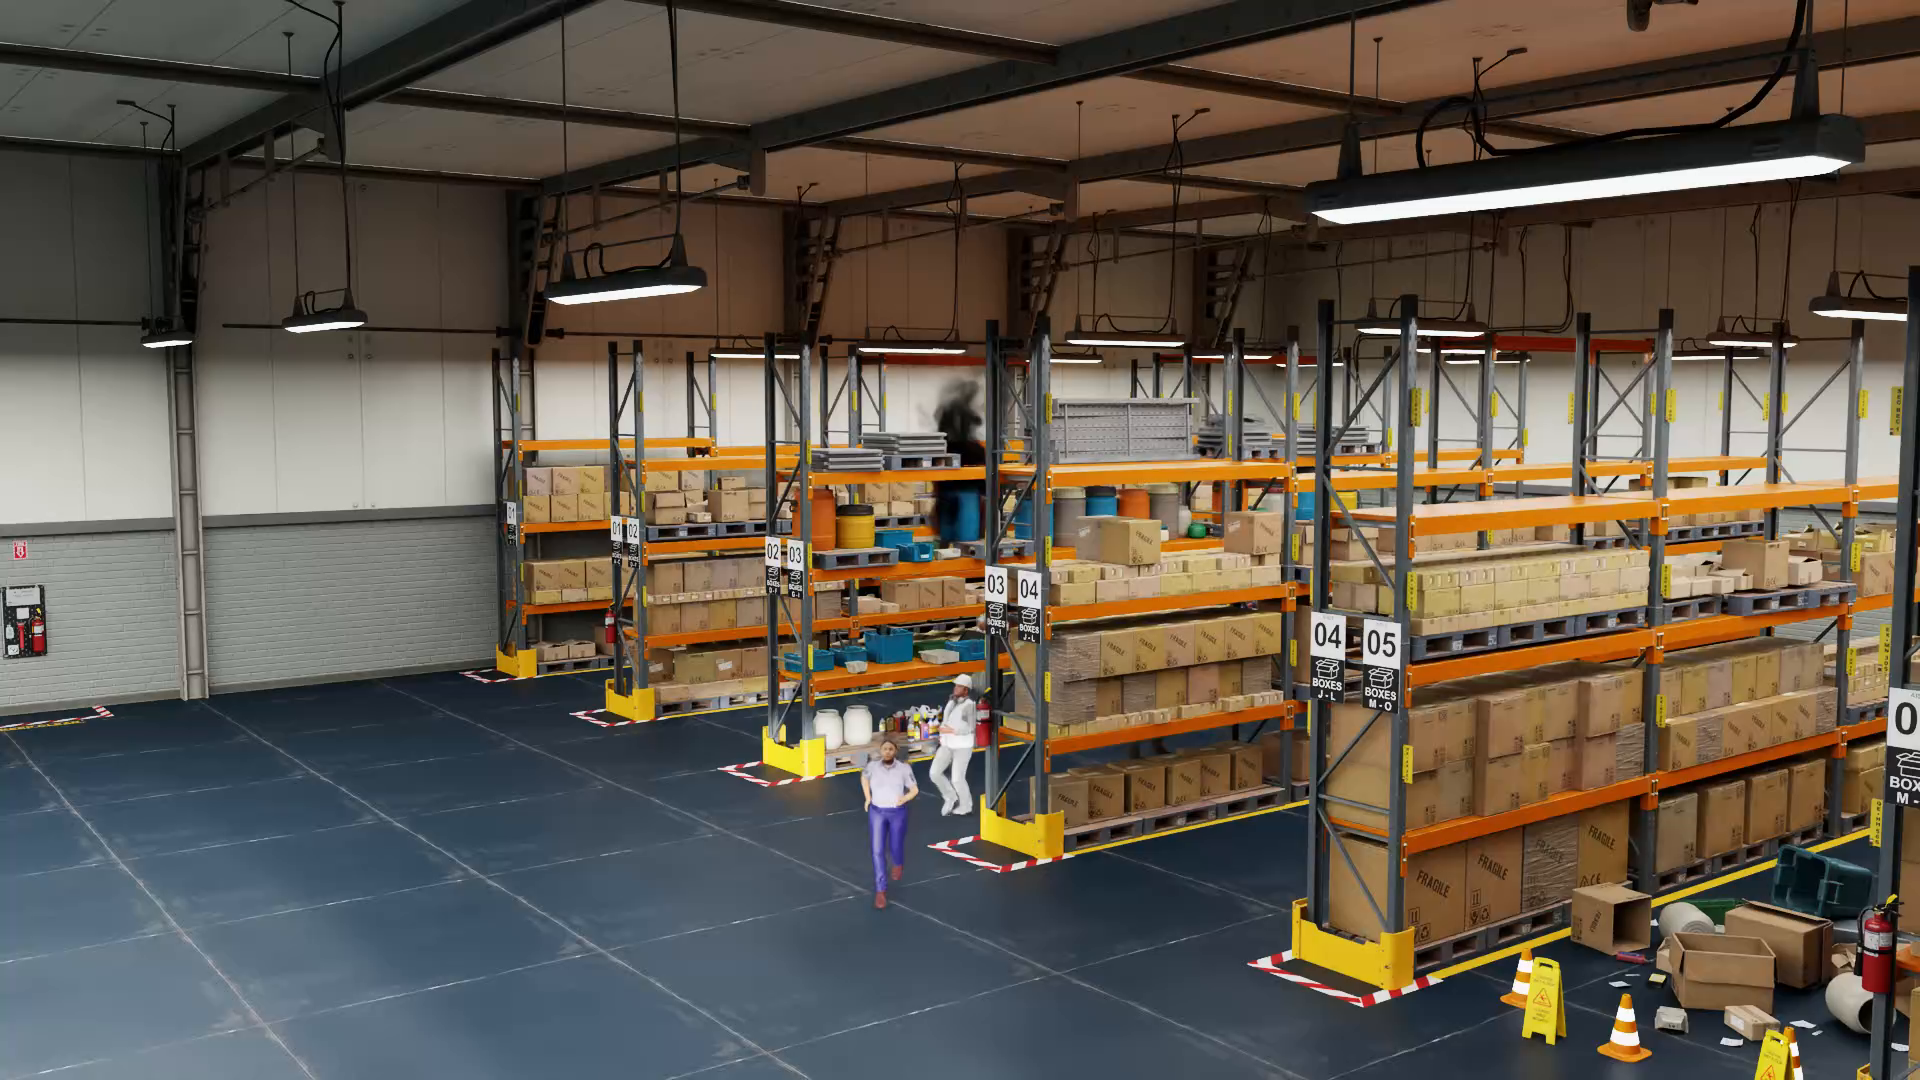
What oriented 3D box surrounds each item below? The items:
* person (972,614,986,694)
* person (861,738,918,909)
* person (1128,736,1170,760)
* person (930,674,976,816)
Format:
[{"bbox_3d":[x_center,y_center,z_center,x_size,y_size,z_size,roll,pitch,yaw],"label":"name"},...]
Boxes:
[{"bbox_3d":[0.461,1.995,27.050,0.578,1.619,0.586,5,7,44],"label":"person"},{"bbox_3d":[-0.731,2.859,17.095,0.607,1.642,0.921,0,5,3],"label":"person"},{"bbox_3d":[2.478,2.398,21.938,0.855,1.682,0.562,-5,7,-44],"label":"person"},{"bbox_3d":[-0.060,2.511,20.288,0.610,1.751,0.628,-5,7,-43],"label":"person"}]
